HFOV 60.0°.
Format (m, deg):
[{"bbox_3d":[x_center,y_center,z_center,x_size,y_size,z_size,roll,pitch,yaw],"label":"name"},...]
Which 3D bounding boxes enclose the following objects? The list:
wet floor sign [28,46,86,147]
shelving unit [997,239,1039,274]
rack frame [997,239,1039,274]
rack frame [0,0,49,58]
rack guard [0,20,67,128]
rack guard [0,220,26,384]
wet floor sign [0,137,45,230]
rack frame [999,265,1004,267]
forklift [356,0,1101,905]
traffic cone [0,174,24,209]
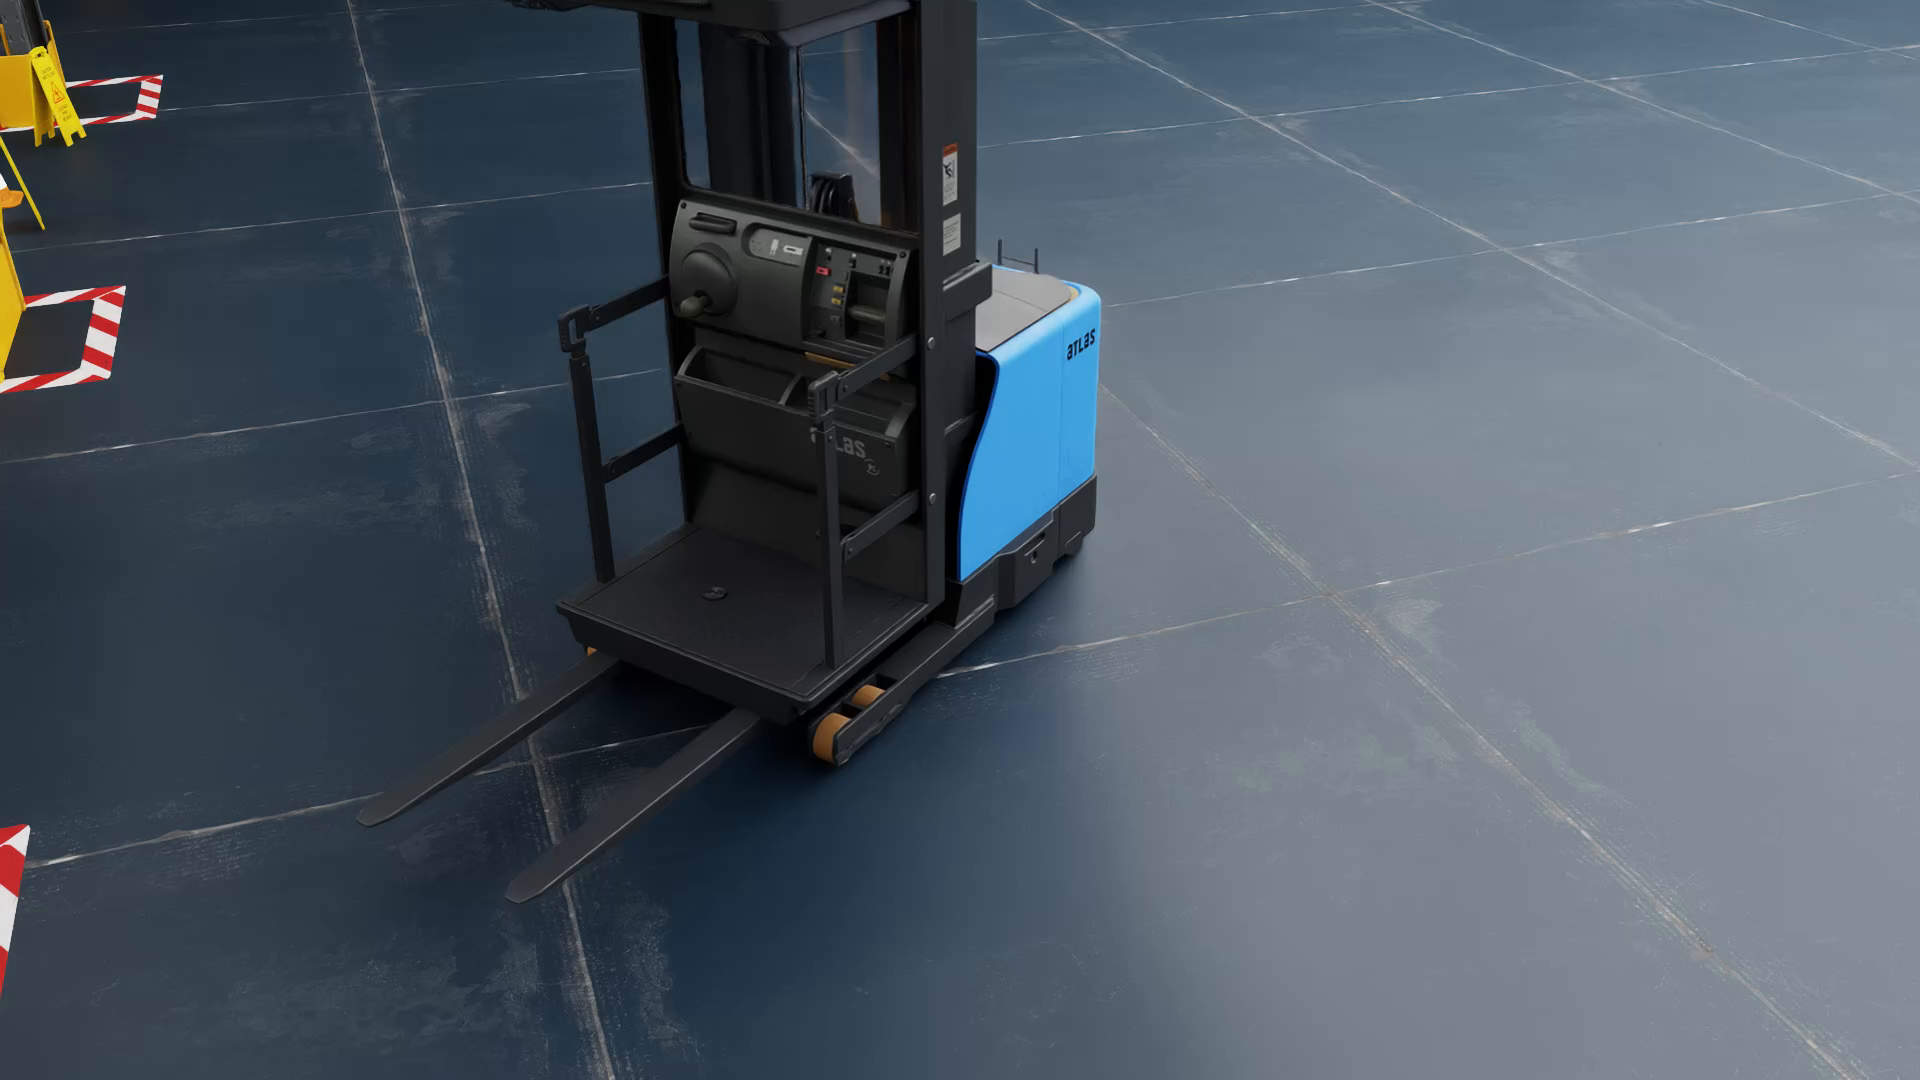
[{"bbox_3d":[-6.301,-3.076,11.497,0.232,0.644,0.267,0,30,0],"label":"wet floor sign"},{"bbox_3d":[0.163,-0.694,6.907,0.215,1.050,0.252,20,35,31],"label":"shelving unit"},{"bbox_3d":[0.236,-0.742,6.992,0.200,1.050,0.008,20,35,31],"label":"rack frame"},{"bbox_3d":[-6.852,-4.562,11.728,0.127,3.000,1.000,-10,31,-18],"label":"rack frame"},{"bbox_3d":[-6.923,-3.463,12.324,0.348,0.500,1.175,-10,31,-18],"label":"rack guard"},{"bbox_3d":[-5.008,-1.201,8.353,0.348,0.500,1.175,-10,31,-18],"label":"rack guard"},{"bbox_3d":[-5.694,-2.184,9.931,0.232,0.644,0.267,-16,33,-26],"label":"wet floor sign"},{"bbox_3d":[0.090,-0.645,6.822,0.200,1.050,0.008,20,35,31],"label":"rack frame"},{"bbox_3d":[-0.672,-0.803,5.198,1.130,2.935,3.031,18,34,28],"label":"forklift"},{"bbox_3d":[-6.099,-2.331,10.374,0.334,0.463,0.336,-10,31,-18],"label":"traffic cone"}]
